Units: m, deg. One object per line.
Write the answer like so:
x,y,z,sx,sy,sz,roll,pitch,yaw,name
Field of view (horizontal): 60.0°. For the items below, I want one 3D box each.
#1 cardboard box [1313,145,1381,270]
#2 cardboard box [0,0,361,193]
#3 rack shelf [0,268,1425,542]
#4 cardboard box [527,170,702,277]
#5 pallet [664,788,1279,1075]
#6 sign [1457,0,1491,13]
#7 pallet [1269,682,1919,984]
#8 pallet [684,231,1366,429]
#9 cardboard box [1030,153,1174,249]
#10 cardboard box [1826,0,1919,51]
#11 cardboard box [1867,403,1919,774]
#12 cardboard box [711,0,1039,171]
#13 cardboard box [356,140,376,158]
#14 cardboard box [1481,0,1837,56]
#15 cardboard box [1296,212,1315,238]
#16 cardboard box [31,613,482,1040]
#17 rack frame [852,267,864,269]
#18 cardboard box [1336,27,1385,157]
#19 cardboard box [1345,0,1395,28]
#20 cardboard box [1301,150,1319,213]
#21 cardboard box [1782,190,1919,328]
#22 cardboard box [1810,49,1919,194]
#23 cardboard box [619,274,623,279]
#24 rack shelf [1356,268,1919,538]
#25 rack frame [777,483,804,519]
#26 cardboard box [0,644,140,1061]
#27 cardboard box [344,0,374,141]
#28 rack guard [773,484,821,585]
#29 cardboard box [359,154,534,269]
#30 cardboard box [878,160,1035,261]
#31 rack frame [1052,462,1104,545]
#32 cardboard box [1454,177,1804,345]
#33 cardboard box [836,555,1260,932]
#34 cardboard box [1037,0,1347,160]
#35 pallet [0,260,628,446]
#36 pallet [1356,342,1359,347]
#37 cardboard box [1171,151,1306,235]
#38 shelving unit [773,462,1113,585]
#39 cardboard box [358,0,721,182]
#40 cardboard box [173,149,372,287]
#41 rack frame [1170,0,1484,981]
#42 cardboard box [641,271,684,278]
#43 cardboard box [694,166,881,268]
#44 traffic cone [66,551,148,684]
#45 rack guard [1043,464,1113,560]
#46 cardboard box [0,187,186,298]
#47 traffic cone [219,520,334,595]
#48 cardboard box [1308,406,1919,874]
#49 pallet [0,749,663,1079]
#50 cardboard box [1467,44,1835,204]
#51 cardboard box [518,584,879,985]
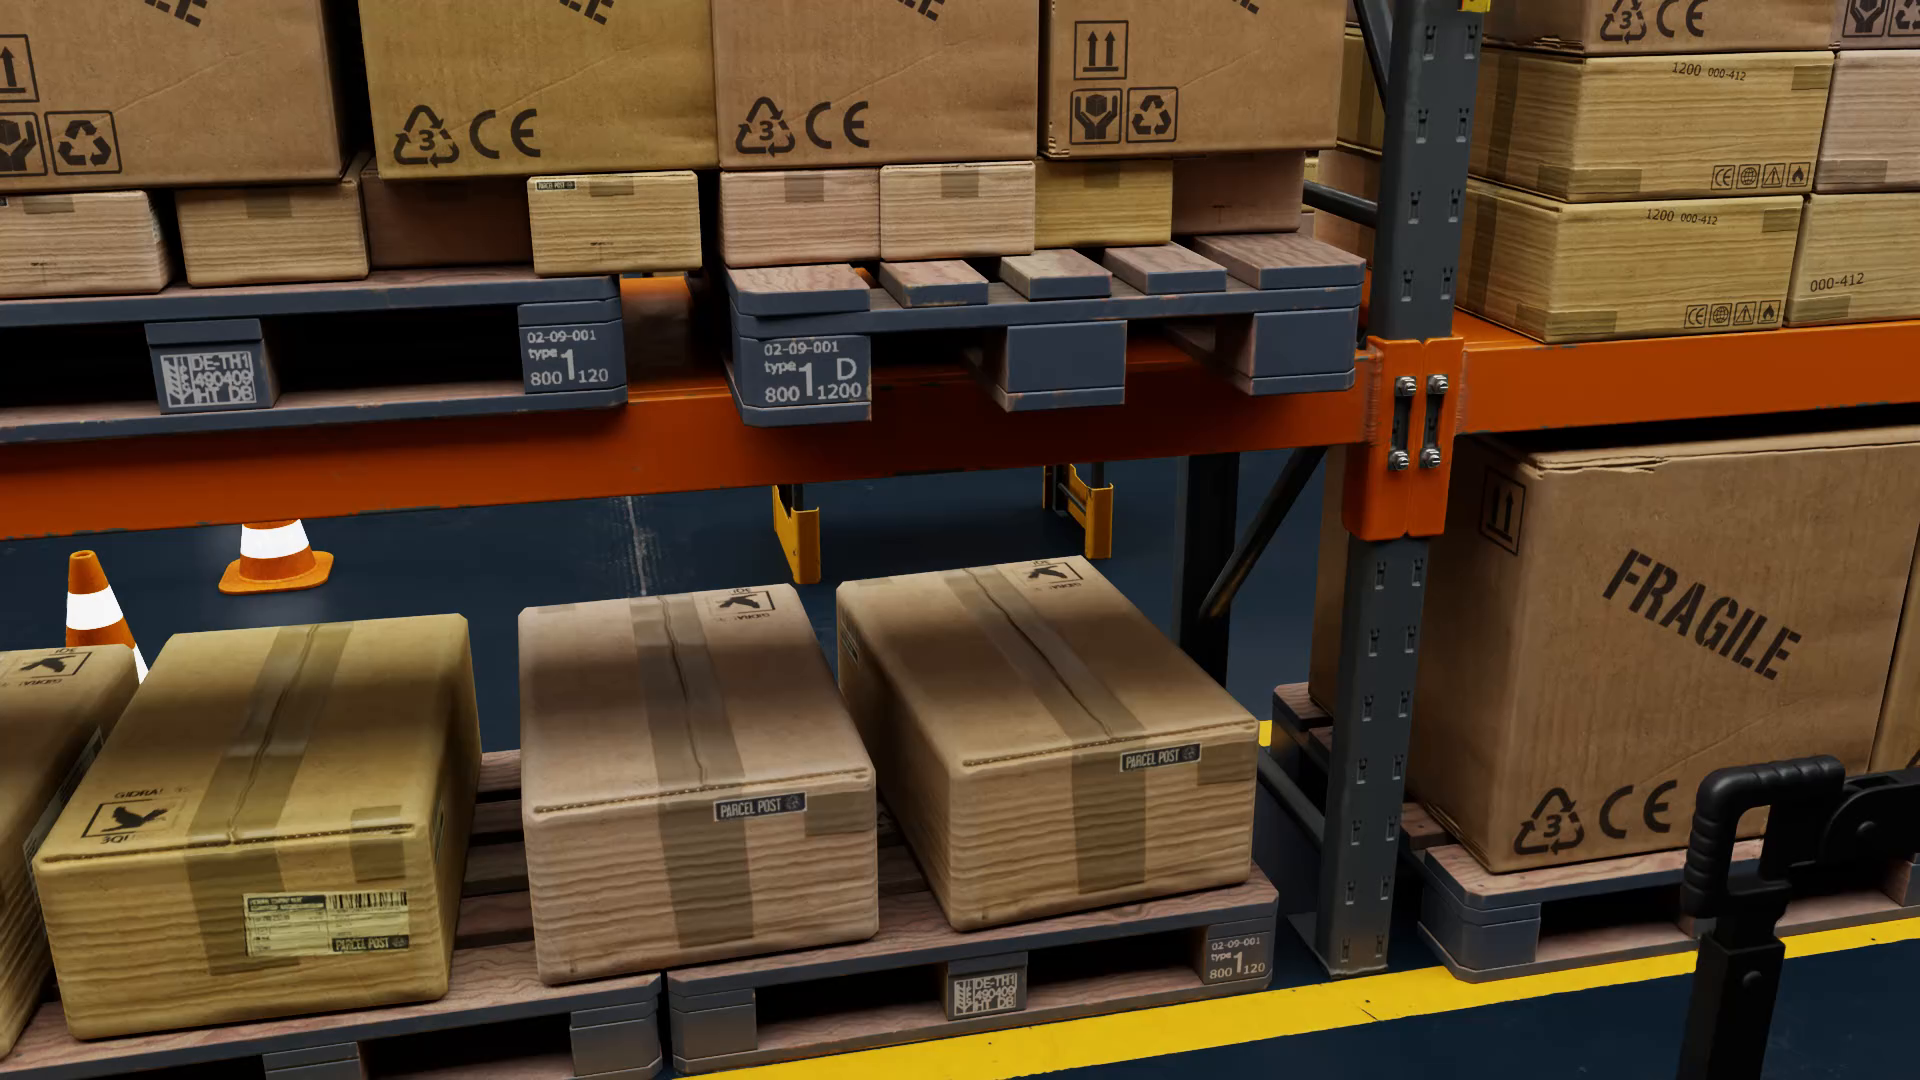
1.131,-0.743,3.699,0.500,0.250,0.500,-5,21,-14,cardboard box
-1.203,-0.813,2.485,0.500,0.500,0.500,-6,21,-15,cardboard box
-1.248,-0.190,3.019,4.000,0.370,1.077,-5,21,-12,rack shelf
-0.557,-0.537,2.673,0.250,0.149,0.380,-4,21,-12,cardboard box
-0.062,0.684,3.639,1.213,0.211,1.003,-5,21,-12,pallet
0.832,-1.012,2.648,0.005,0.325,0.100,-5,21,-12,sign
1.483,0.586,3.908,1.213,0.211,1.003,-5,21,-12,pallet
0.029,-0.504,3.109,1.003,0.211,1.213,-5,21,-12,pallet
0.189,-0.615,2.888,0.250,0.149,0.380,-4,21,-12,cardboard box
1.715,-1.202,3.137,0.500,0.500,0.500,-5,21,-12,cardboard box
2.259,0.018,3.883,0.875,0.875,0.875,-4,21,-12,cardboard box
-0.181,-0.896,2.713,0.500,0.500,0.500,-5,21,-13,cardboard box
-0.975,-0.689,3.090,0.250,0.149,0.380,-4,20,-10,cardboard box
1.235,-1.160,3.021,0.500,0.500,0.500,-5,21,-14,cardboard box
1.692,-1.453,8.443,0.500,0.500,0.500,-5,21,-14,cardboard box
-1.309,0.511,3.268,0.625,0.372,0.950,-4,20,-11,cardboard box
-0.539,-2.335,7.829,0.127,3.000,1.000,-5,21,-12,rack frame
1.111,-0.974,3.604,0.500,0.250,0.500,-5,21,-13,cardboard box
1.141,-1.331,3.489,0.500,0.500,0.500,-5,21,-14,cardboard box
1.673,-1.801,8.304,0.500,0.250,0.500,-6,21,-15,cardboard box
1.728,-0.617,3.356,0.500,0.250,0.500,-5,21,-14,cardboard box
1.752,-0.849,3.261,0.500,0.250,0.500,-4,21,-11,cardboard box
-2.002,-1.388,7.902,0.750,0.750,1.050,-4,21,-12,cardboard box
2.645,-0.507,3.883,4.000,0.370,1.077,-5,21,-12,rack shelf
-0.578,-0.657,5.428,0.032,1.500,0.500,-5,21,-12,rack frame
-1.986,0.567,3.117,0.625,0.372,0.950,-3,20,-9,cardboard box
-1.302,-0.987,2.960,0.500,0.500,0.500,-5,21,-15,cardboard box
-0.559,-0.072,5.648,0.087,0.250,0.587,-5,21,-12,rack guard
-0.831,-0.559,2.734,0.250,0.149,0.380,-4,21,-12,cardboard box
-0.046,-0.580,2.793,0.250,0.149,0.380,-5,21,-13,cardboard box
0.412,-0.738,5.648,0.032,1.500,0.500,-5,21,-12,rack frame
1.233,-0.570,3.229,0.500,0.250,0.500,-5,21,-13,cardboard box
0.146,0.392,3.594,0.625,0.372,0.950,-6,21,-16,cardboard box
0.320,-0.941,2.834,0.500,0.500,0.500,-5,21,-14,cardboard box
-1.219,-0.426,2.895,1.213,0.211,1.003,-5,21,-12,pallet
1.407,-1.183,8.736,1.213,0.211,1.003,-5,21,-12,pallet
0.434,-0.661,3.012,0.250,0.149,0.380,-4,20,-10,cardboard box
-0.074,-0.698,5.540,1.083,1.500,0.587,-5,21,-12,shelving unit
-0.672,-0.856,2.602,0.500,0.500,0.500,-6,21,-16,cardboard box
-1.056,-0.512,2.605,0.250,0.149,0.380,-5,21,-14,cardboard box
0.698,-0.686,3.327,0.127,3.000,1.000,-5,21,-12,rack frame
-1.152,-1.458,8.094,0.750,0.750,1.050,-5,21,-13,cardboard box
-0.292,-0.563,2.746,0.250,0.149,0.380,-6,21,-15,cardboard box
-2.310,0.255,4.446,0.334,0.463,0.336,-5,21,-12,traffic cone
0.410,-0.151,5.863,0.087,0.250,0.587,-5,21,-12,rack guard
-1.309,-0.481,2.521,0.250,0.149,0.380,-4,20,-10,cardboard box
-2.258,-0.103,5.423,0.334,0.463,0.336,-5,21,-12,traffic cone
1.390,0.087,3.694,0.875,0.875,0.875,-5,21,-13,cardboard box
-1.247,0.780,3.379,1.213,0.211,1.003,-5,21,-12,pallet
1.248,-0.808,3.151,0.500,0.250,0.500,-5,21,-13,cardboard box
-0.570,0.453,3.427,0.625,0.372,0.950,-5,21,-14,cardboard box
